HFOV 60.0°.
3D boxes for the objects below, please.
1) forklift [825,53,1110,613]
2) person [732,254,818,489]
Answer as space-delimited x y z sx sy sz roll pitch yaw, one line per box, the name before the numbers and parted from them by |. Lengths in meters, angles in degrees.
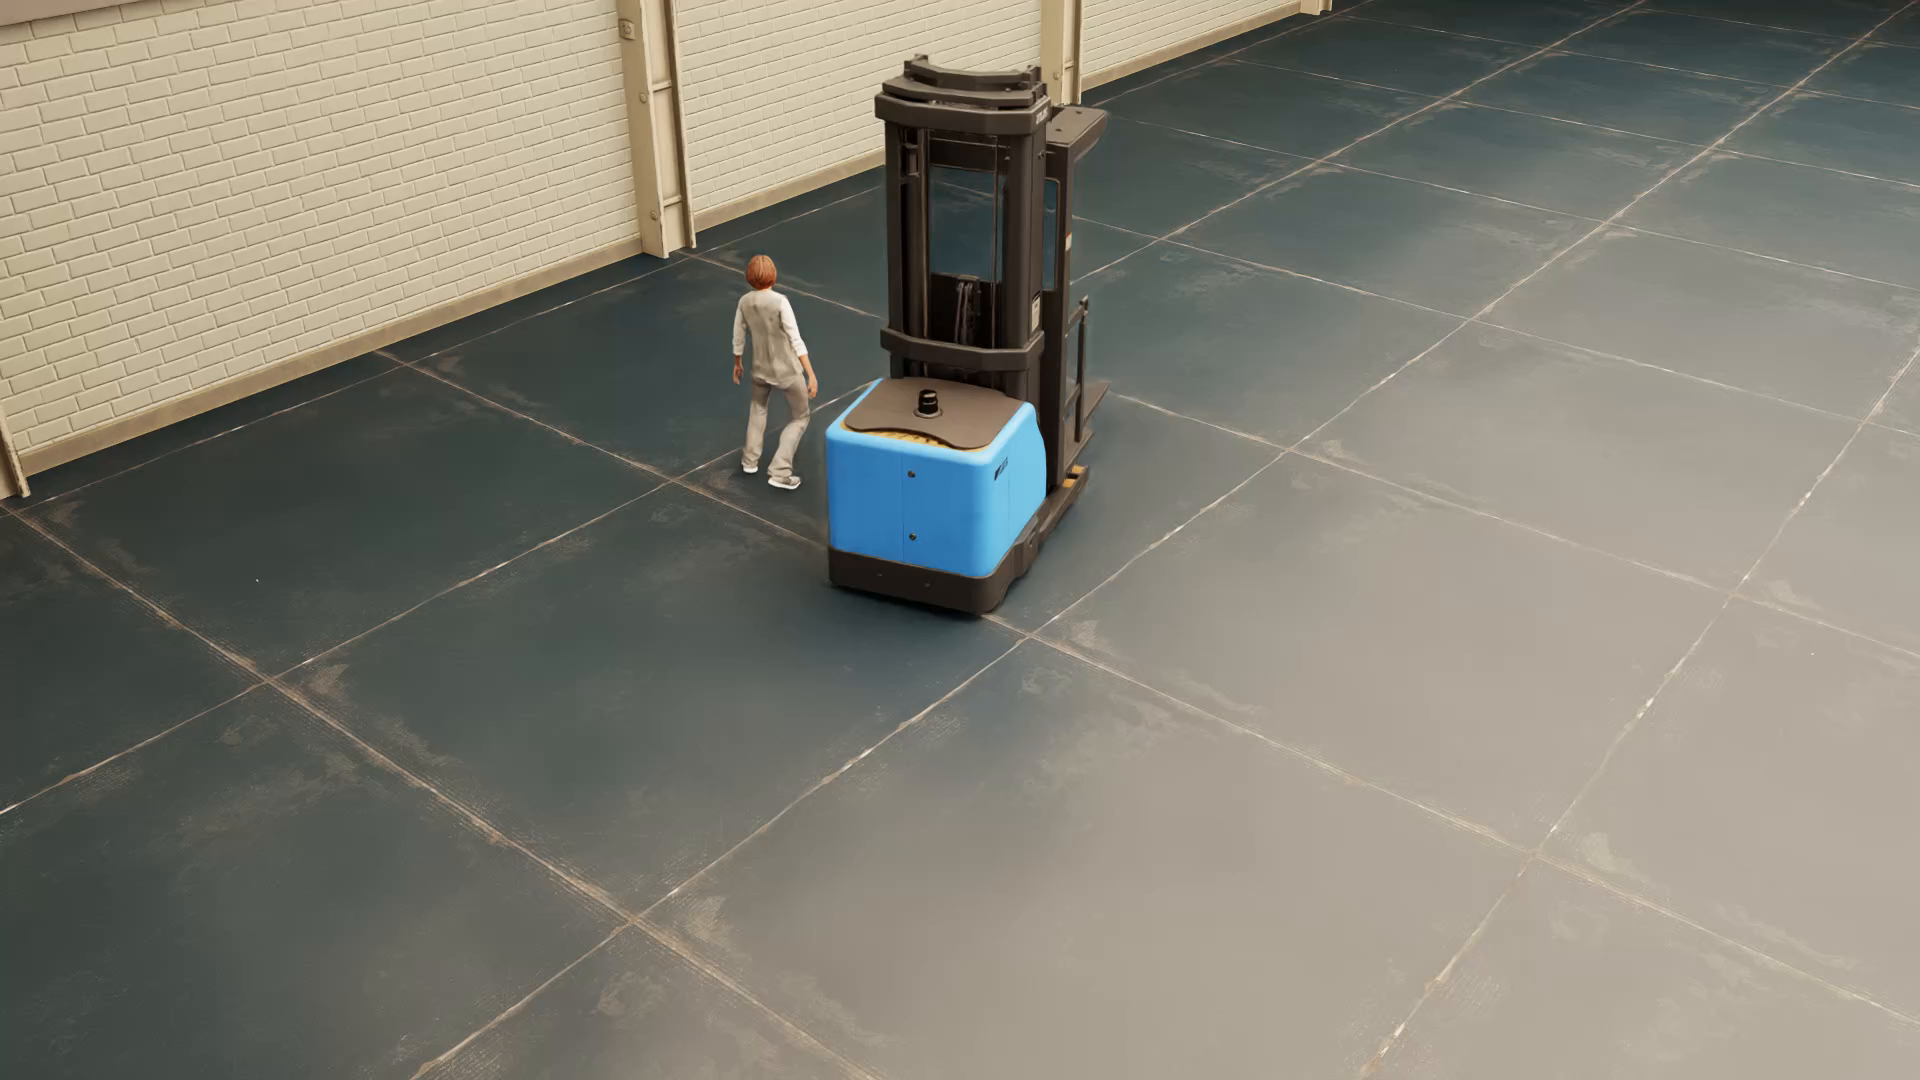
forklift | 0.219 -1.571 10.283 1.130 2.935 3.031 11 32 18
person | -1.225 -1.073 10.811 0.743 1.532 0.442 18 35 27
